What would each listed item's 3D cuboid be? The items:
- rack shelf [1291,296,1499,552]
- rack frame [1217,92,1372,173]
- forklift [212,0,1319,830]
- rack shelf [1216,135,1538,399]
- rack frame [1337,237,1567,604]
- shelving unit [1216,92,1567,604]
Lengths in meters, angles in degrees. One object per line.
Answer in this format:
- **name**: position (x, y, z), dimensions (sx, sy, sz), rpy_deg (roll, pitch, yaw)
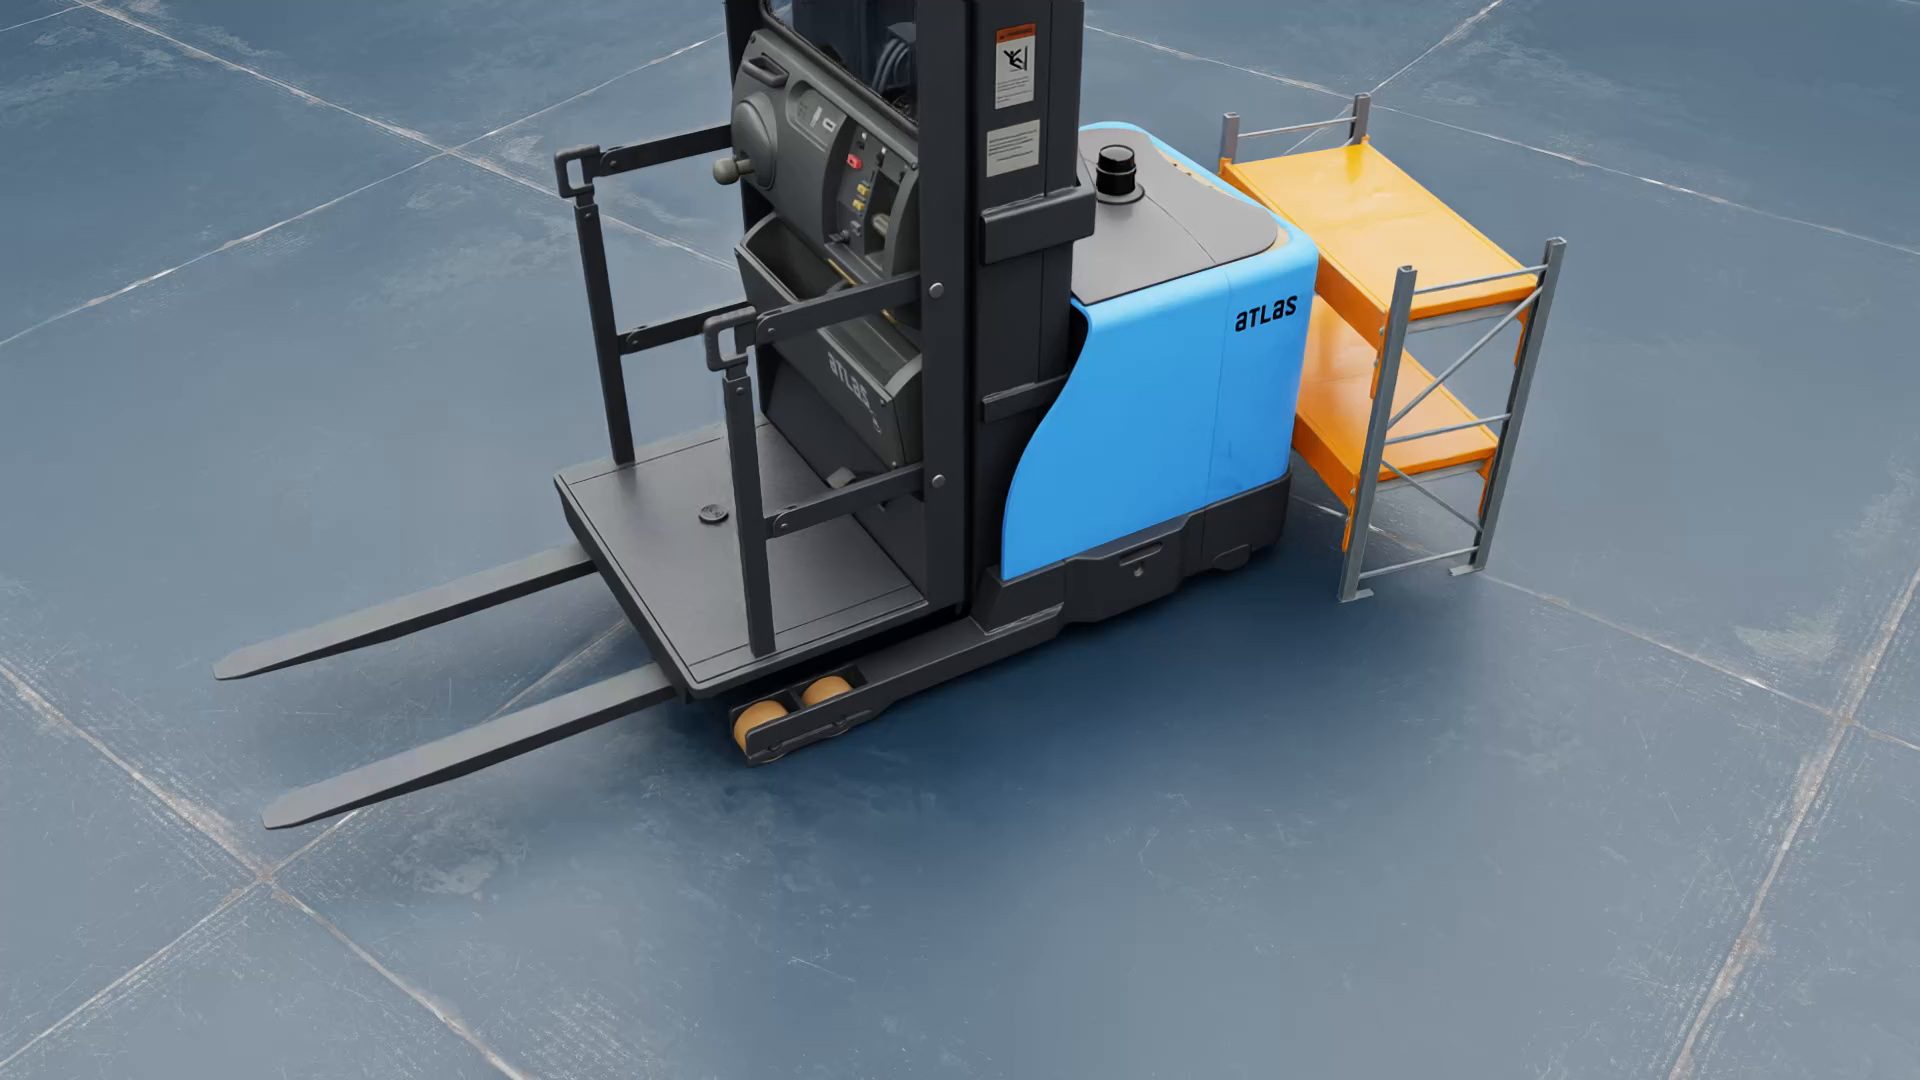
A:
- **rack shelf**: position (1.214, -0.415, 5.263), dimensions (0.538, 0.278, 1.000), rpy_deg (-12, 40, -15)
- **rack frame**: position (1.046, -0.903, 5.490), dimensions (0.500, 1.125, 0.032), rpy_deg (-12, 40, -15)
- **forklift**: position (-0.528, -0.928, 4.058), dimensions (3.031, 2.935, 1.130), rpy_deg (-20, 42, -23)
- **rack shelf**: position (1.214, -0.838, 4.932), dimensions (0.538, 0.278, 1.000), rpy_deg (-12, 40, -15)
- **rack frame**: position (1.381, -0.311, 4.734), dimensions (0.500, 1.125, 0.032), rpy_deg (-12, 40, -15)
- **shelving unit**: position (1.214, -0.607, 5.112), dimensions (0.538, 1.125, 1.048), rpy_deg (-12, 40, -15)
